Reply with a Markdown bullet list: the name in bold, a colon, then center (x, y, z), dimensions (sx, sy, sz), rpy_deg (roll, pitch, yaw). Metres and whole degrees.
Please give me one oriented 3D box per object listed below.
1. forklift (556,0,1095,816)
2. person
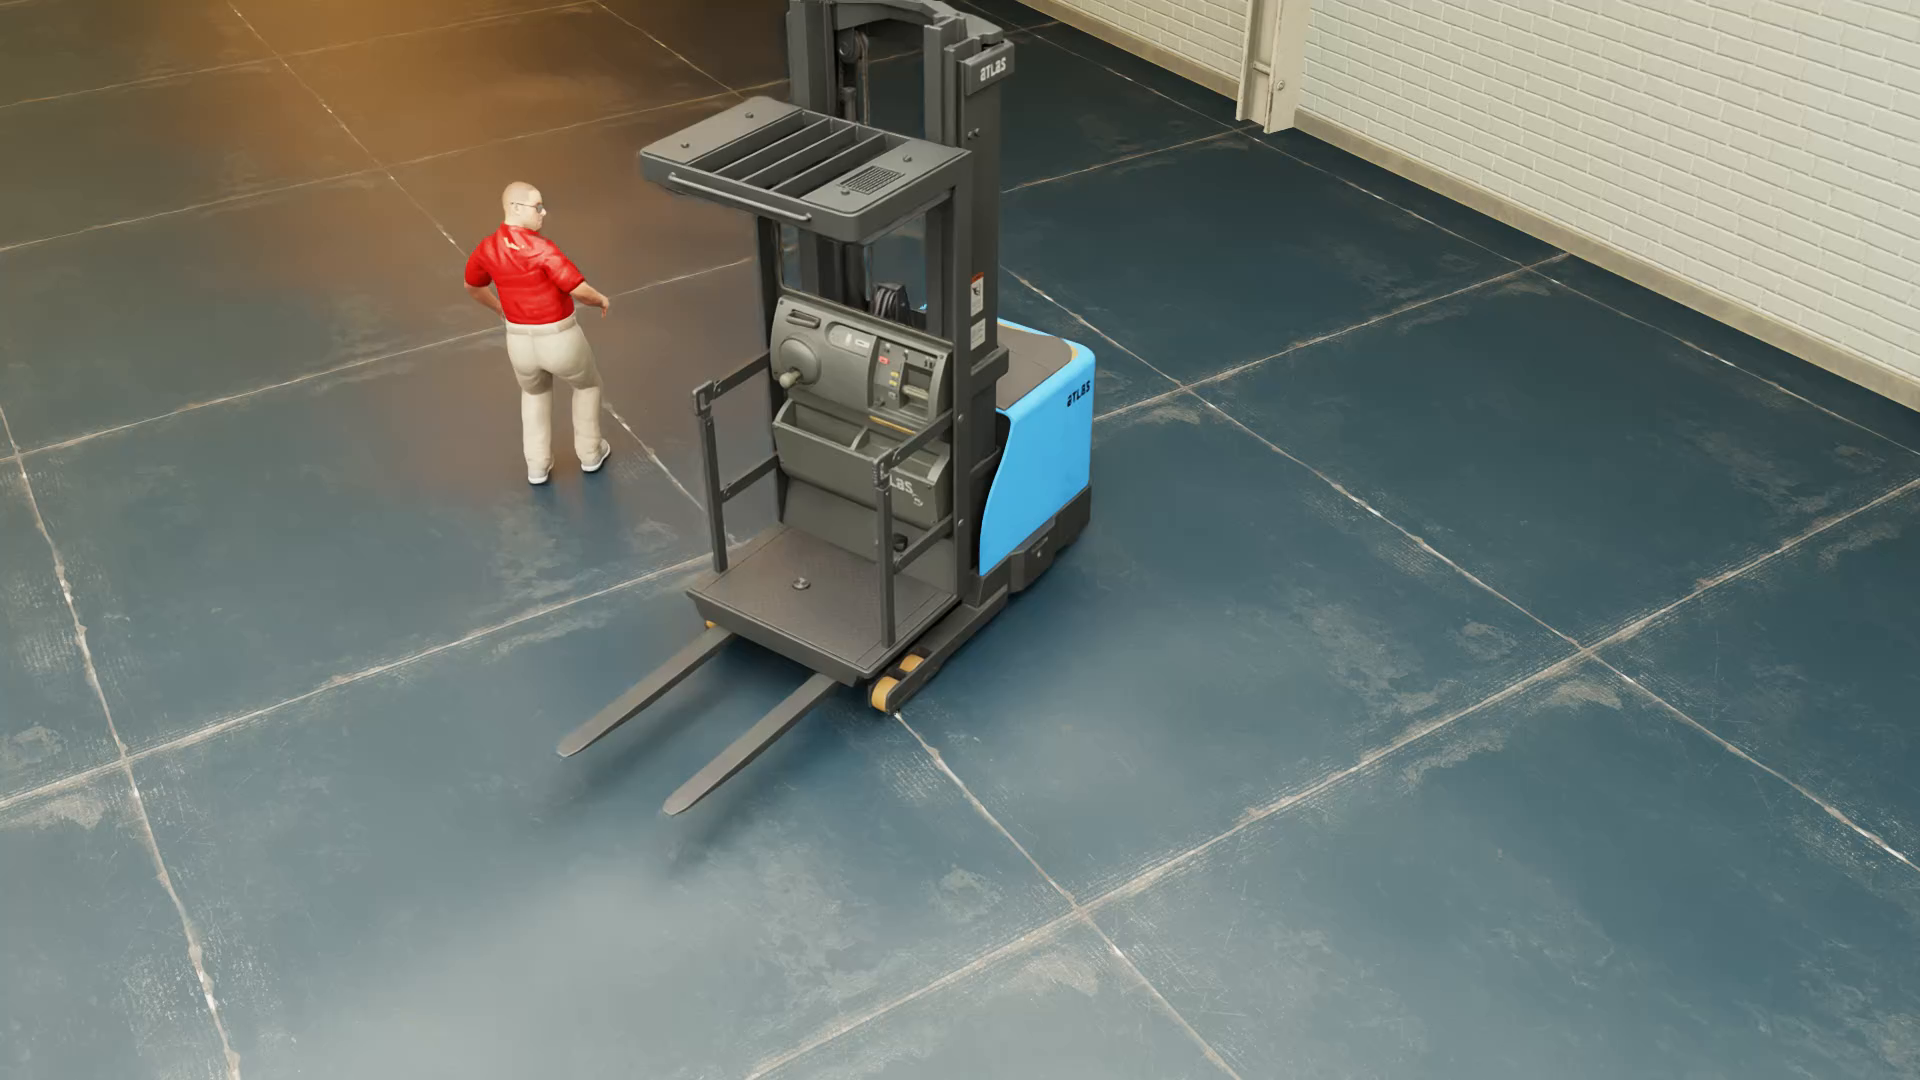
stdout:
- **forklift**: center (-0.573, -0.726, 7.181), dimensions (1.130, 2.935, 3.031), rpy_deg (22, 41, 28)
- **person**: center (-2.214, -1.093, 8.817), dimensions (0.763, 1.681, 0.515), rpy_deg (7, 36, 10)
